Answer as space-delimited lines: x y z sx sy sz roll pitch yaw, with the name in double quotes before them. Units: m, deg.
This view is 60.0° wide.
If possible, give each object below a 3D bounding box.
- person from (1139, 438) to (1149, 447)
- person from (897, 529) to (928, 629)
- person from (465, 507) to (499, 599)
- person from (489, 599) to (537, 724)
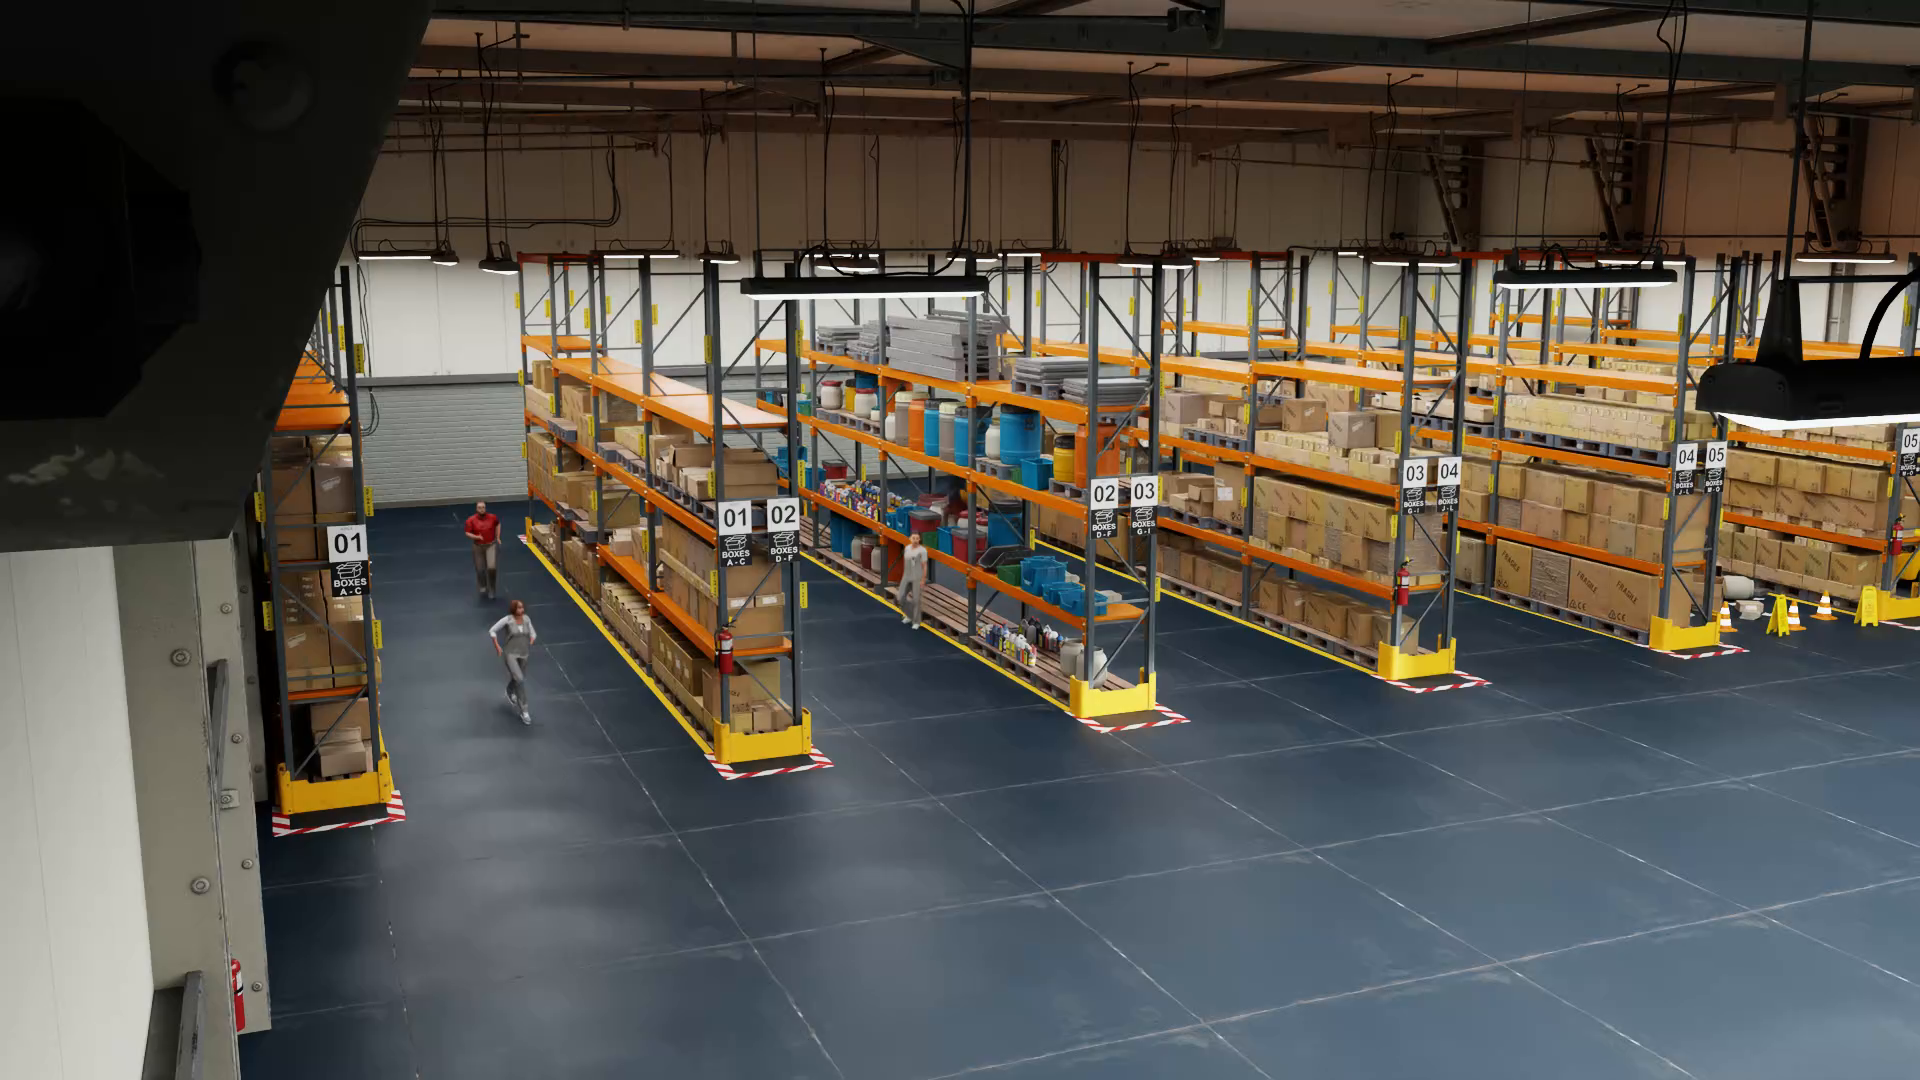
"person" 4.605 -2.004 41.181 0.639 1.804 0.703 10 15 44
"person" -0.759 0.632 26.879 0.547 1.659 0.437 6 12 28
"person" -8.421 0.216 29.377 0.595 1.686 0.699 -3 11 -17
"person" -5.917 1.571 22.064 0.571 1.597 0.869 -9 14 -41
